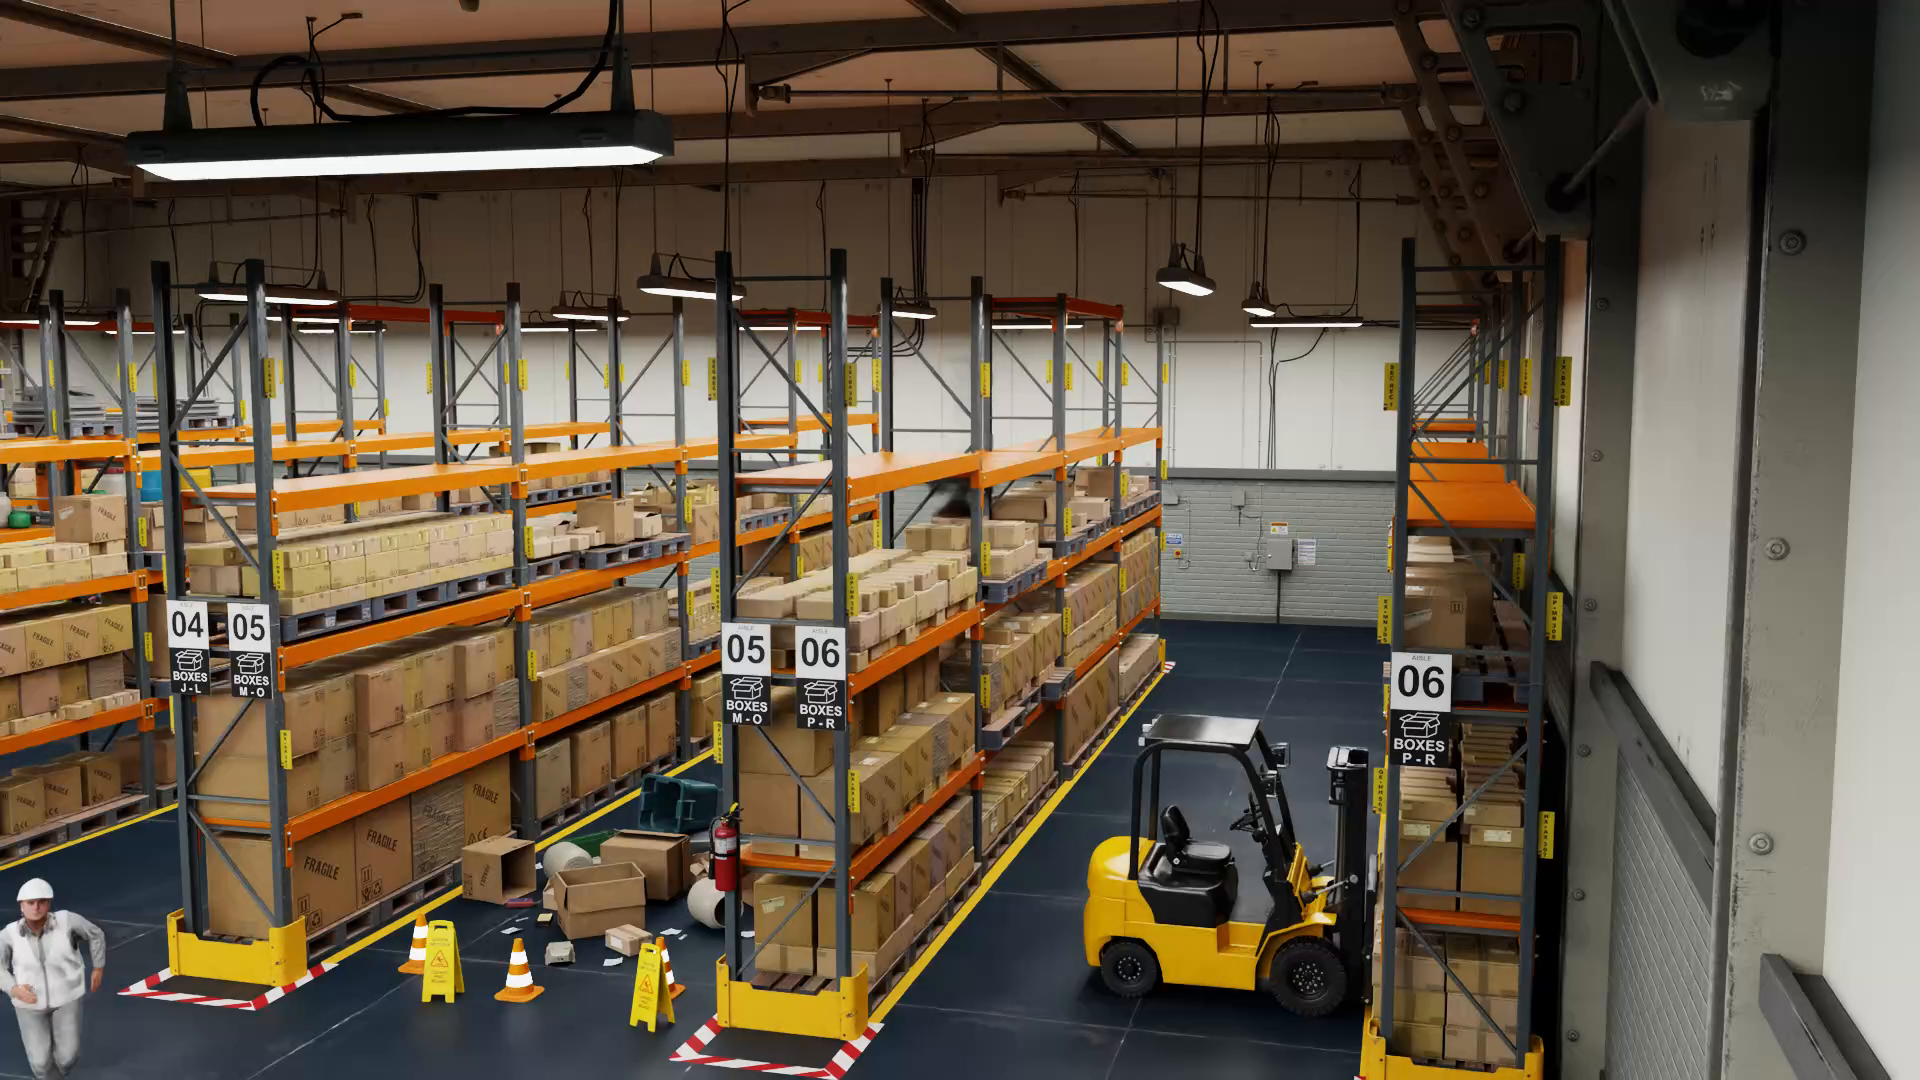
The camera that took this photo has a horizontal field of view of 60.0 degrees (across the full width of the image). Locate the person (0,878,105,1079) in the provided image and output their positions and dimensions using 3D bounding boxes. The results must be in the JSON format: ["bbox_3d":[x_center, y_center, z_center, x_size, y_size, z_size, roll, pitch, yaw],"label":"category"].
[{"bbox_3d":[-6.203,3.131,11.341,0.696,1.729,0.676,-3,7,-28],"label":"person"}]
